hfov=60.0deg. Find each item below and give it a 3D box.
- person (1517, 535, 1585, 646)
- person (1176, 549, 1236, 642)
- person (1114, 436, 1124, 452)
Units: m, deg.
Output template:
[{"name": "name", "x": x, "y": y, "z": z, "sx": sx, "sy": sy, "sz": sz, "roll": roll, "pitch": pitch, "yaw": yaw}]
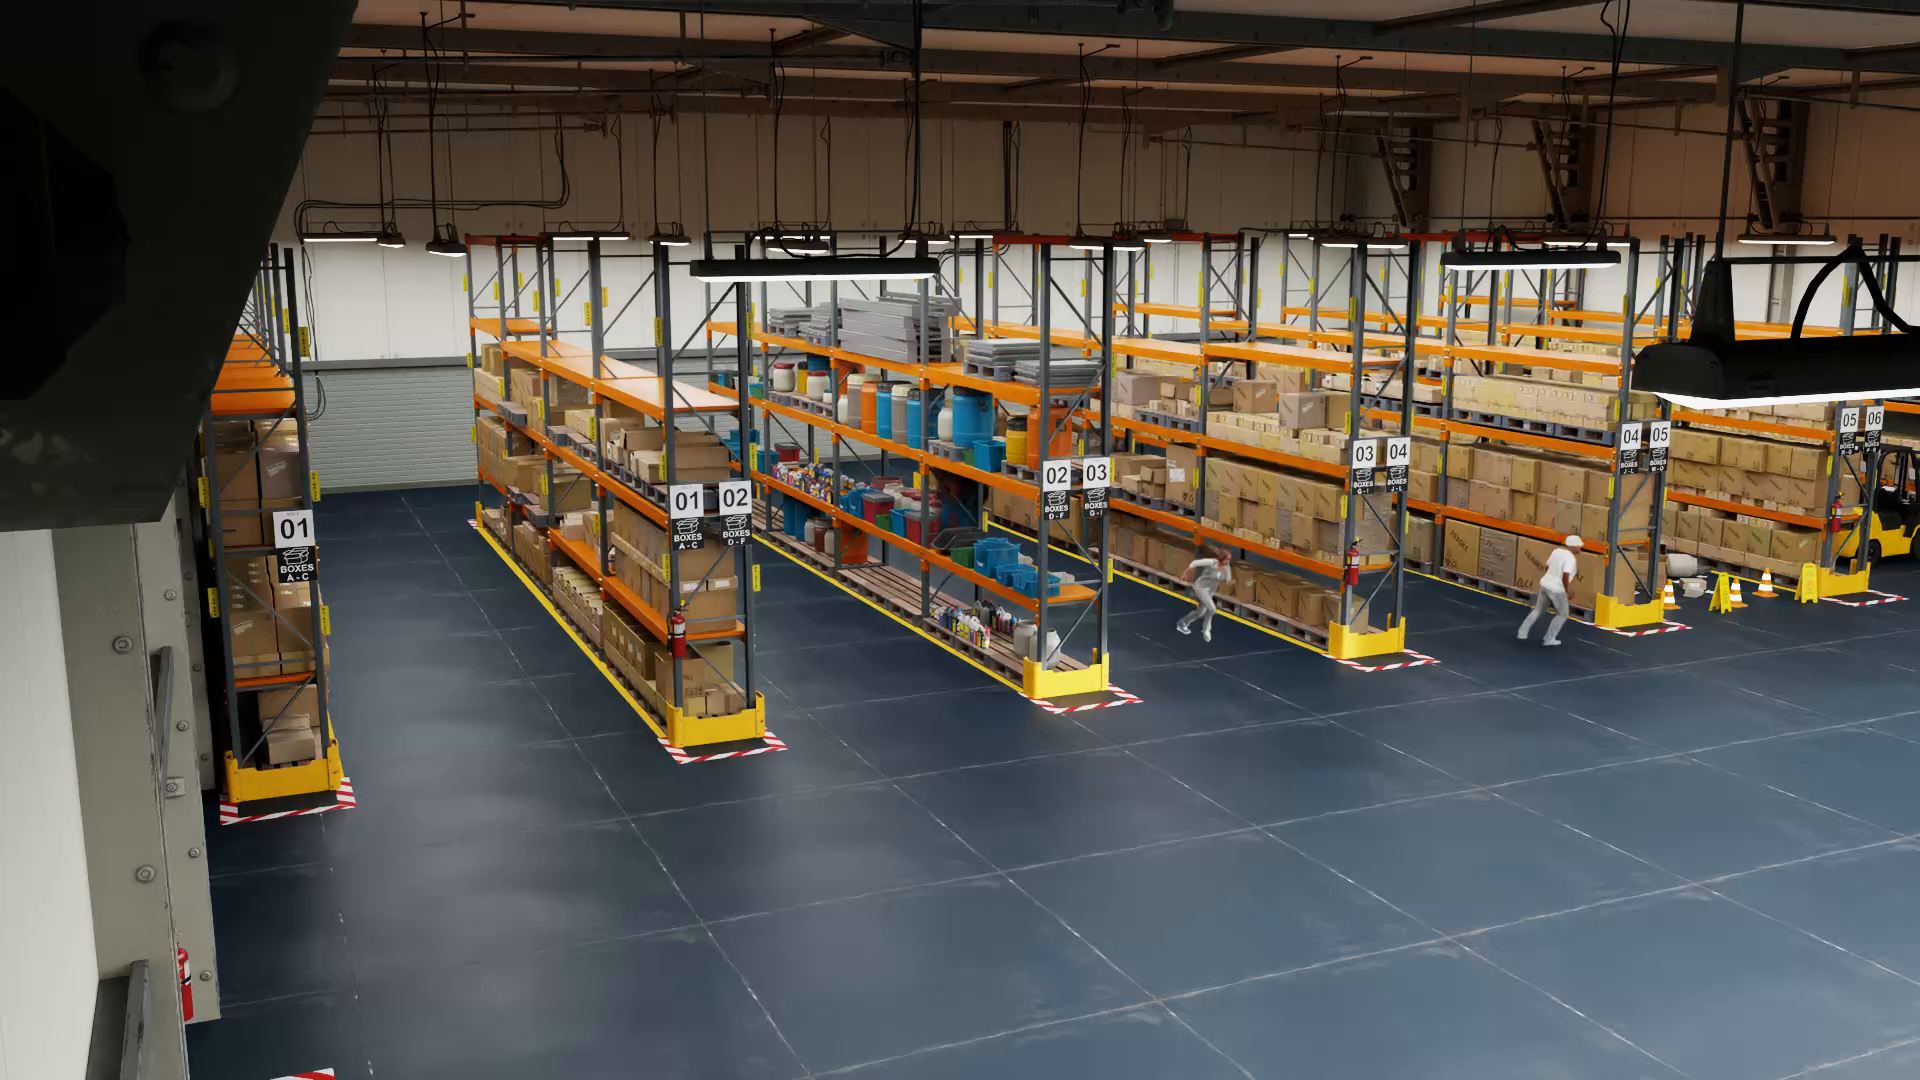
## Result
[{"name": "person", "x": 8.859, "y": 0.755, "z": 24.871, "sx": 0.854, "sy": 1.672, "sz": 0.712, "roll": -3, "pitch": 11, "yaw": -14}, {"name": "person", "x": 3.613, "y": 0.763, "z": 24.241, "sx": 0.524, "sy": 1.380, "sz": 1.029, "roll": -8, "pitch": 13, "yaw": -34}, {"name": "person", "x": 4.029, "y": -2.790, "z": 43.055, "sx": 0.678, "sy": 1.734, "sz": 0.791, "roll": 8, "pitch": 14, "yaw": 37}]
